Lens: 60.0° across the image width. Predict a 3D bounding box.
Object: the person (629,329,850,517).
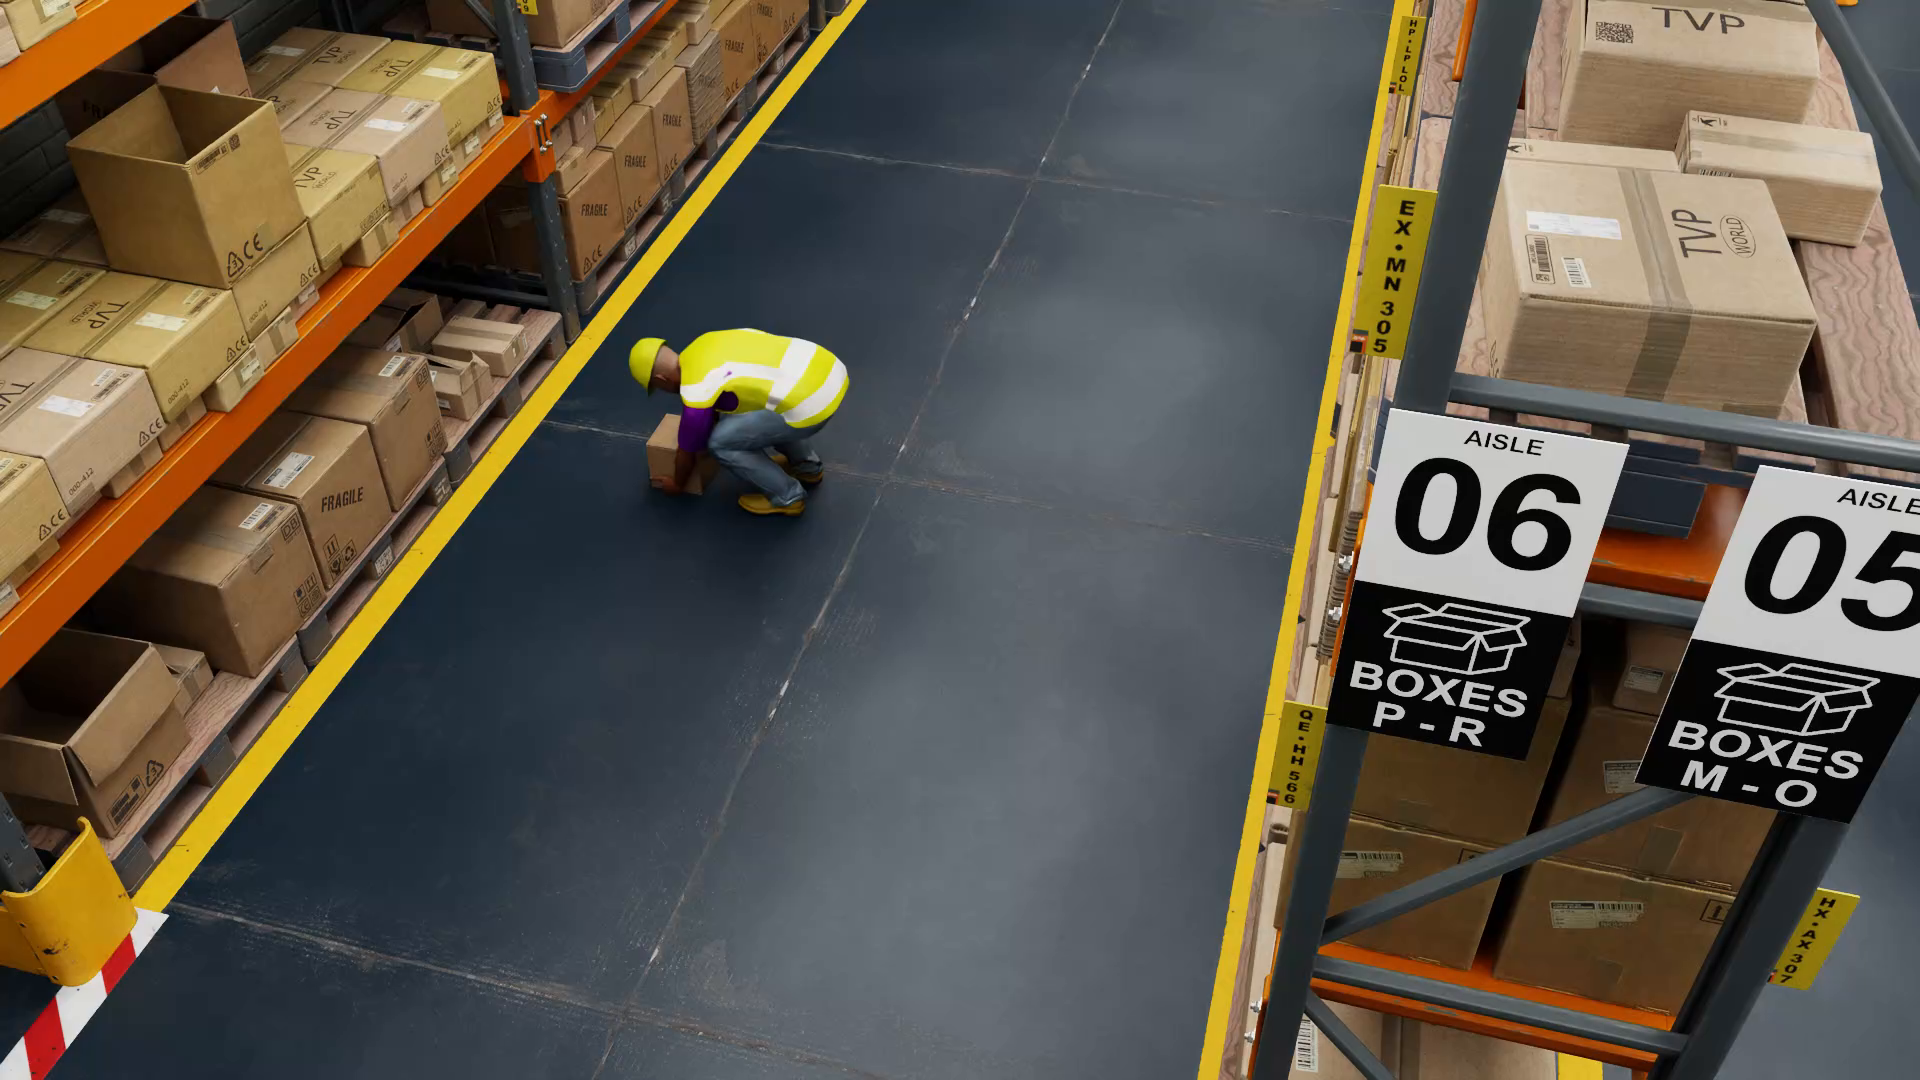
[{"bbox_3d":[-0.994,-0.546,7.514,0.979,0.836,0.520,9,42,10],"label":"person"}]
